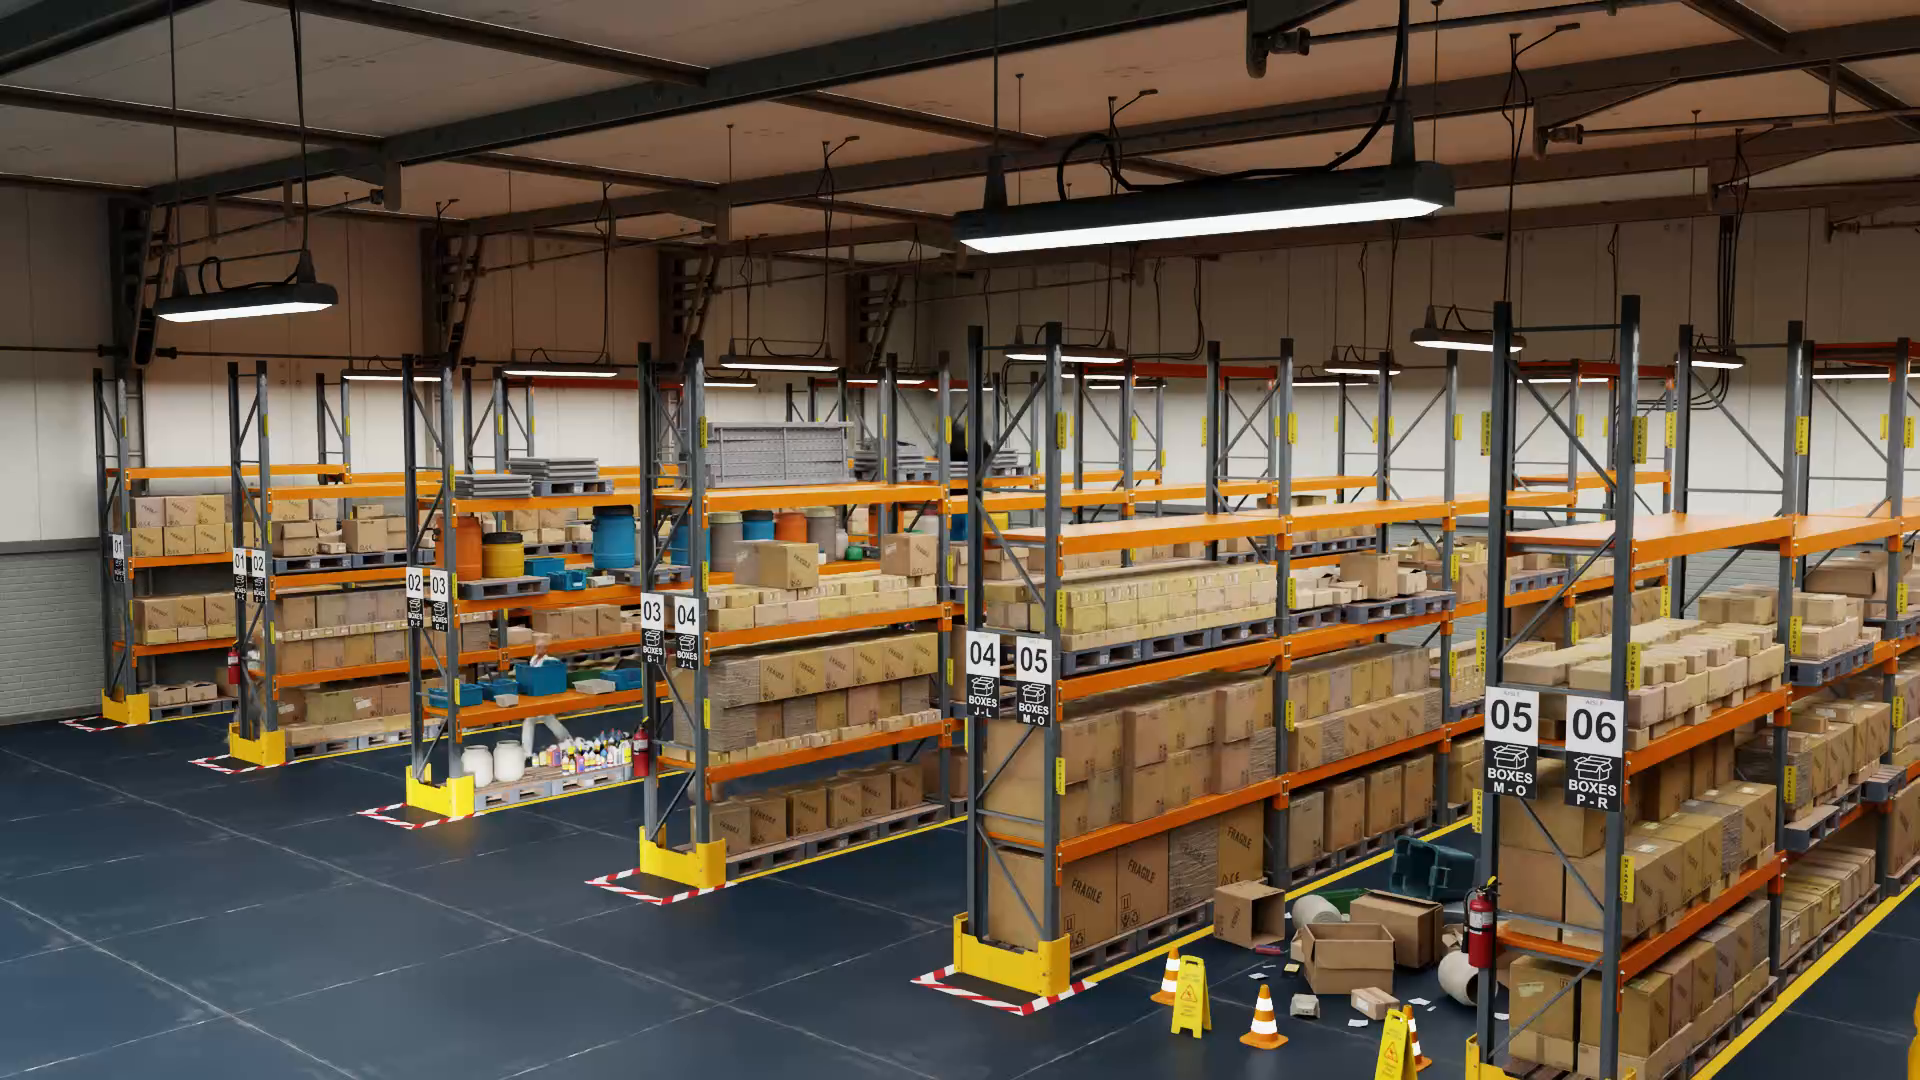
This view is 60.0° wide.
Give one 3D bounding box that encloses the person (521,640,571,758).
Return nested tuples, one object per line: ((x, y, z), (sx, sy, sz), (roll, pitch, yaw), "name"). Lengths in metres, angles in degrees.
((-6.333, 2.397, 25.150), (0.697, 1.775, 1.053), (2, 5, 29), "person")

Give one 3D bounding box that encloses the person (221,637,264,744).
((-11.428, 2.357, 26.624), (0.585, 1.683, 0.983), (3, 5, 37), "person")

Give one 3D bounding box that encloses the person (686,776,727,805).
((-3.118, 2.792, 20.653), (0.652, 1.718, 0.653), (2, 5, 30), "person")

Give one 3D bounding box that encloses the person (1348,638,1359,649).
((6.332, 2.349, 26.698), (0.568, 1.661, 0.915), (4, 6, 41), "person")
